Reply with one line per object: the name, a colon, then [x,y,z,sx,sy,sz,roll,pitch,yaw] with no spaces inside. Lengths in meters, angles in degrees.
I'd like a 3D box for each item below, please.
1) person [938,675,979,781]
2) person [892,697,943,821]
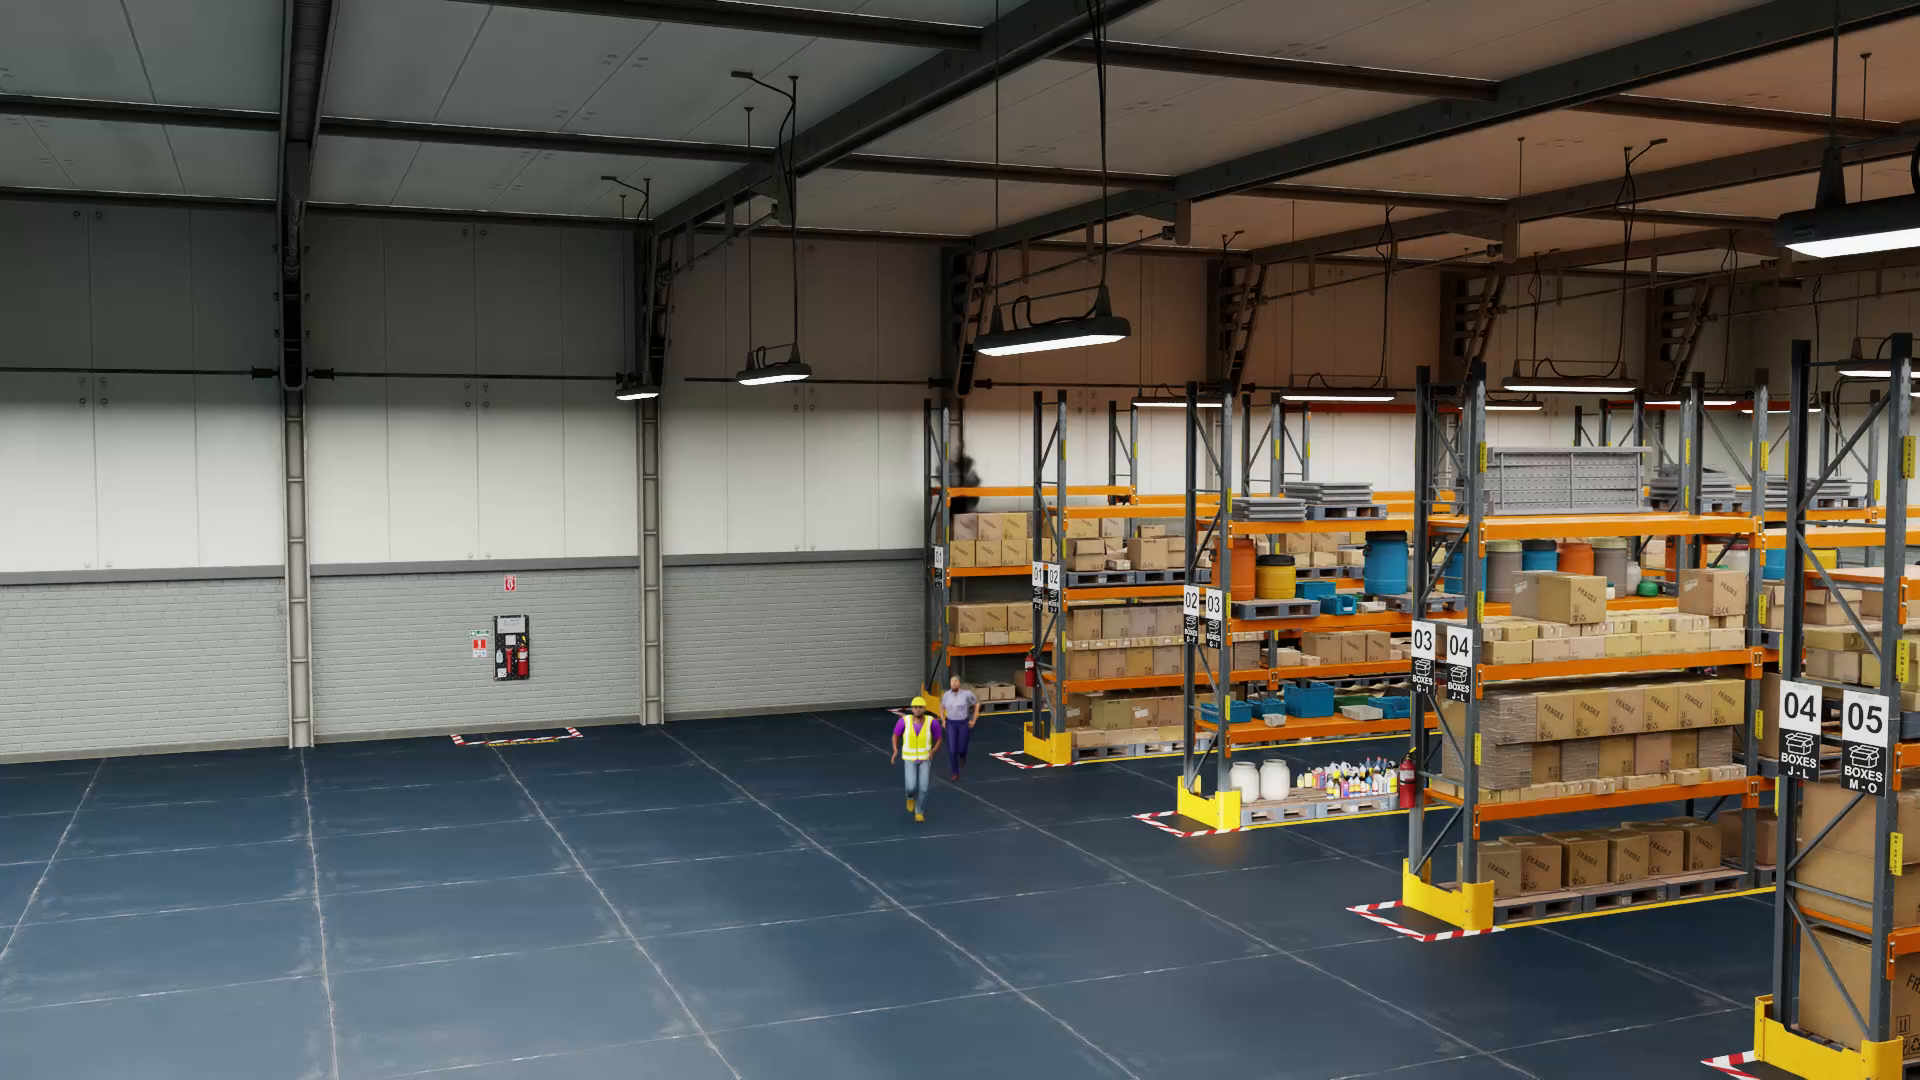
person: [-0.023,2.868,25.514,0.628,1.622,0.637,1,3,11]
person: [-0.581,2.977,22.601,0.694,1.713,0.620,0,3,-1]
